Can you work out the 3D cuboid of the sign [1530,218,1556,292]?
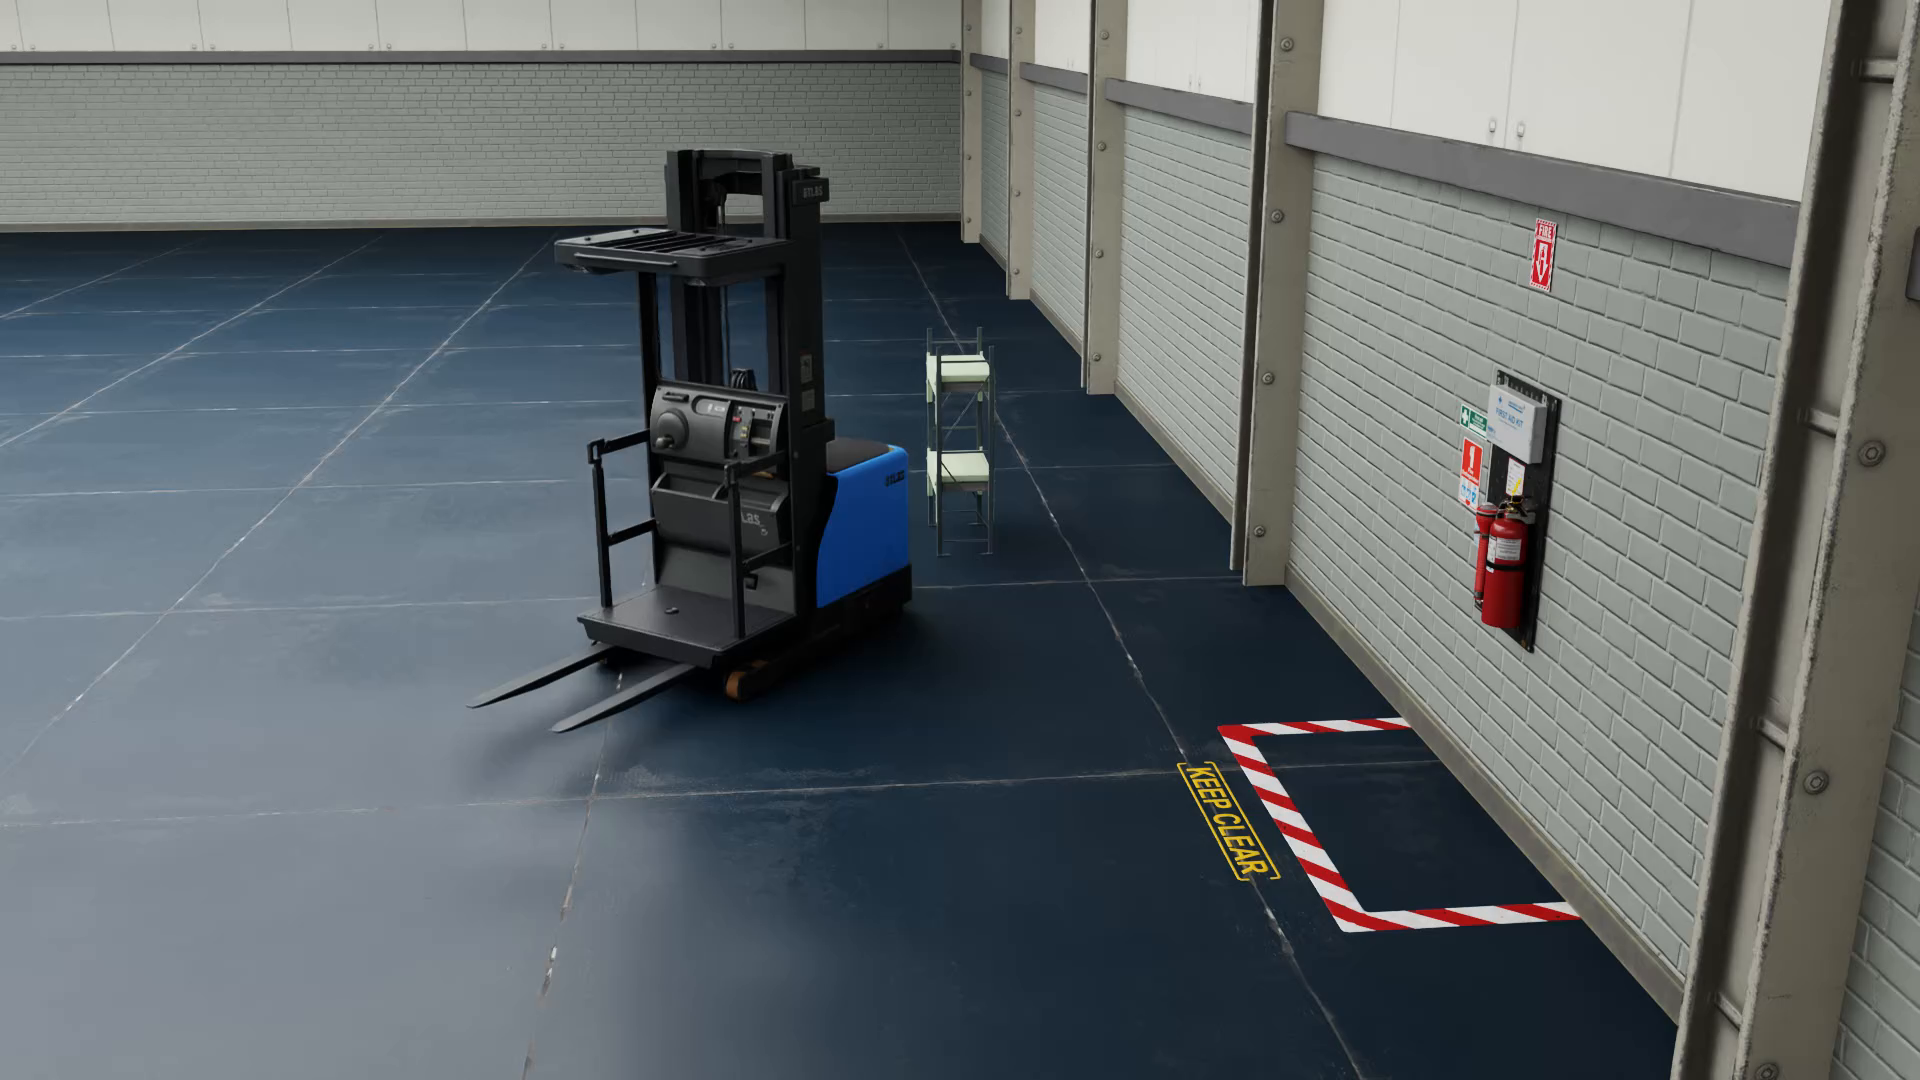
[{"bbox_3d":[2.549,-1.248,7.274,0.001,0.298,0.199,-2,18,-6],"label":"sign"}]

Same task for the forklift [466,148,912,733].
[{"bbox_3d":[-1.509,-0.658,9.378,1.130,2.935,3.031,10,20,30],"label":"forklift"}]

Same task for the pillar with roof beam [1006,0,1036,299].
[{"bbox_3d":[-3.471,-7.491,21.014,9.100,9.000,0.400,-2,18,-6],"label":"pillar with roof beam"}]

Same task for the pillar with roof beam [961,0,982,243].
[{"bbox_3d":[-4.089,-9.279,26.708,9.100,9.000,0.400,-2,18,-6],"label":"pillar with roof beam"}]

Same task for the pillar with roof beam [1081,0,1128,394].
[{"bbox_3d":[-2.852,-5.703,15.320,9.100,9.000,0.400,-2,18,-6],"label":"pillar with roof beam"}]

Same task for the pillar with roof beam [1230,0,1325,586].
[{"bbox_3d":[-2.233,-3.916,9.626,9.100,9.000,0.400,-2,18,-6],"label":"pillar with roof beam"}]

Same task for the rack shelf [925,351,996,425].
[{"bbox_3d":[-0.001,-1.090,11.842,0.431,0.370,0.720,-2,18,-6],"label":"rack shelf"}]

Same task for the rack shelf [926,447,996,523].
[{"bbox_3d":[-0.001,-0.407,12.056,0.431,0.370,0.720,-2,18,-6],"label":"rack shelf"}]

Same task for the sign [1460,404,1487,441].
[{"bbox_3d":[2.488,-0.572,8.048,0.001,0.109,0.331,-2,18,-6],"label":"sign"}]

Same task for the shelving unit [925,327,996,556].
[{"bbox_3d":[-0.001,-0.718,11.959,0.431,1.500,0.755,-2,18,-6],"label":"shelving unit"}]

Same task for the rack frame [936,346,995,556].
[{"bbox_3d":[0.037,-0.609,11.611,0.400,1.500,0.023,-2,18,-6],"label":"rack frame"}]

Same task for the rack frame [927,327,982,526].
[{"bbox_3d":[-0.038,-0.827,12.306,0.400,1.500,0.023,-2,18,-6],"label":"rack frame"}]

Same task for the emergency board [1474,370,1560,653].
[{"bbox_3d":[2.451,-0.136,7.603,0.194,1.169,0.643,-2,18,-6],"label":"emergency board"}]

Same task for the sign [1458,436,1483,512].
[{"bbox_3d":[2.497,-0.321,8.133,0.001,0.329,0.234,-2,18,-6],"label":"sign"}]
